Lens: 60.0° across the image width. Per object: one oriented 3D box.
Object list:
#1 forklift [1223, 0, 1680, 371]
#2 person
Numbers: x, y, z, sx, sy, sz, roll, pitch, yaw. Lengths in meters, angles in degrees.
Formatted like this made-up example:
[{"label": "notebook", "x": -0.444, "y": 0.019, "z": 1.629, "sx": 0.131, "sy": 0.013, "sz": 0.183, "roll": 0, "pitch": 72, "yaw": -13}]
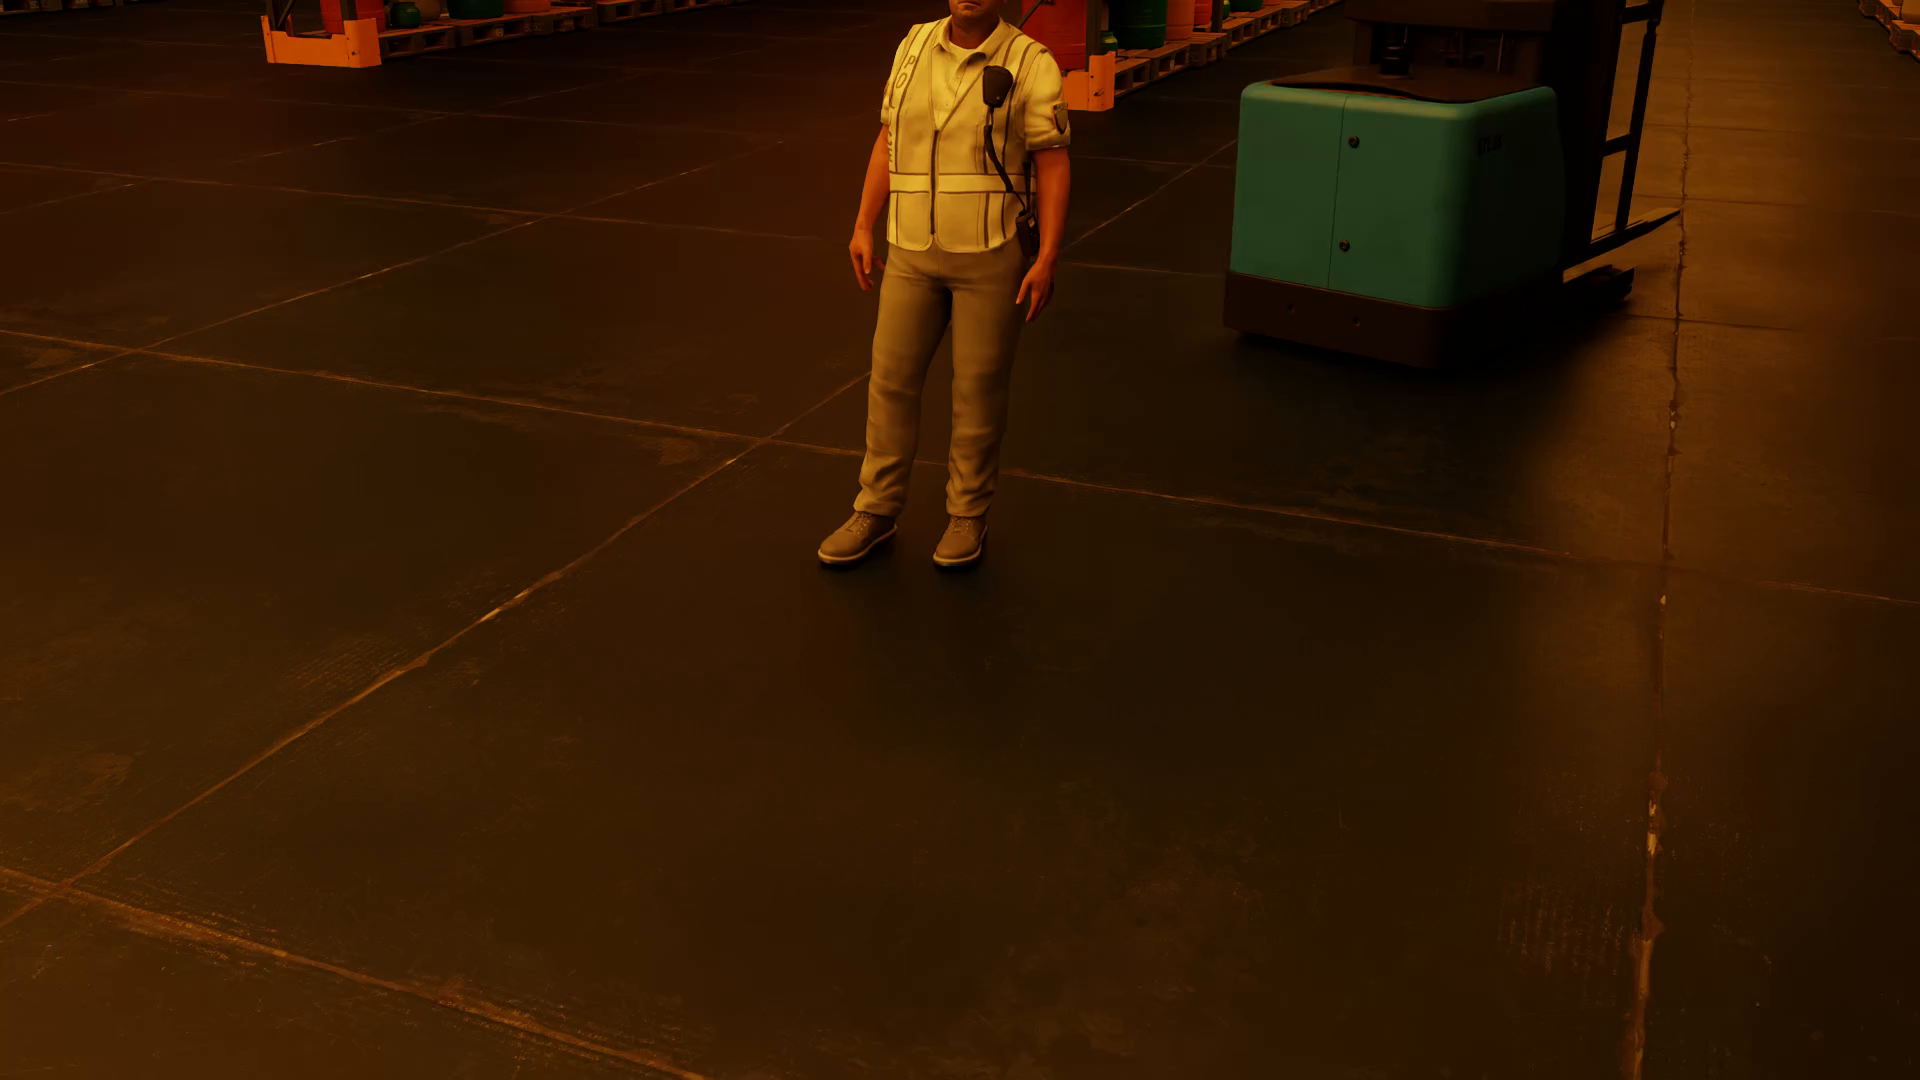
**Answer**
[{"label": "forklift", "x": 2.477, "y": -2.508, "z": 7.292, "sx": 1.130, "sy": 2.935, "sz": 3.031, "roll": 19, "pitch": 29, "yaw": 38}, {"label": "person", "x": -0.040, "y": -0.804, "z": 4.683, "sx": 0.641, "sy": 1.781, "sz": 0.574, "roll": 9, "pitch": 24, "yaw": 21}]
